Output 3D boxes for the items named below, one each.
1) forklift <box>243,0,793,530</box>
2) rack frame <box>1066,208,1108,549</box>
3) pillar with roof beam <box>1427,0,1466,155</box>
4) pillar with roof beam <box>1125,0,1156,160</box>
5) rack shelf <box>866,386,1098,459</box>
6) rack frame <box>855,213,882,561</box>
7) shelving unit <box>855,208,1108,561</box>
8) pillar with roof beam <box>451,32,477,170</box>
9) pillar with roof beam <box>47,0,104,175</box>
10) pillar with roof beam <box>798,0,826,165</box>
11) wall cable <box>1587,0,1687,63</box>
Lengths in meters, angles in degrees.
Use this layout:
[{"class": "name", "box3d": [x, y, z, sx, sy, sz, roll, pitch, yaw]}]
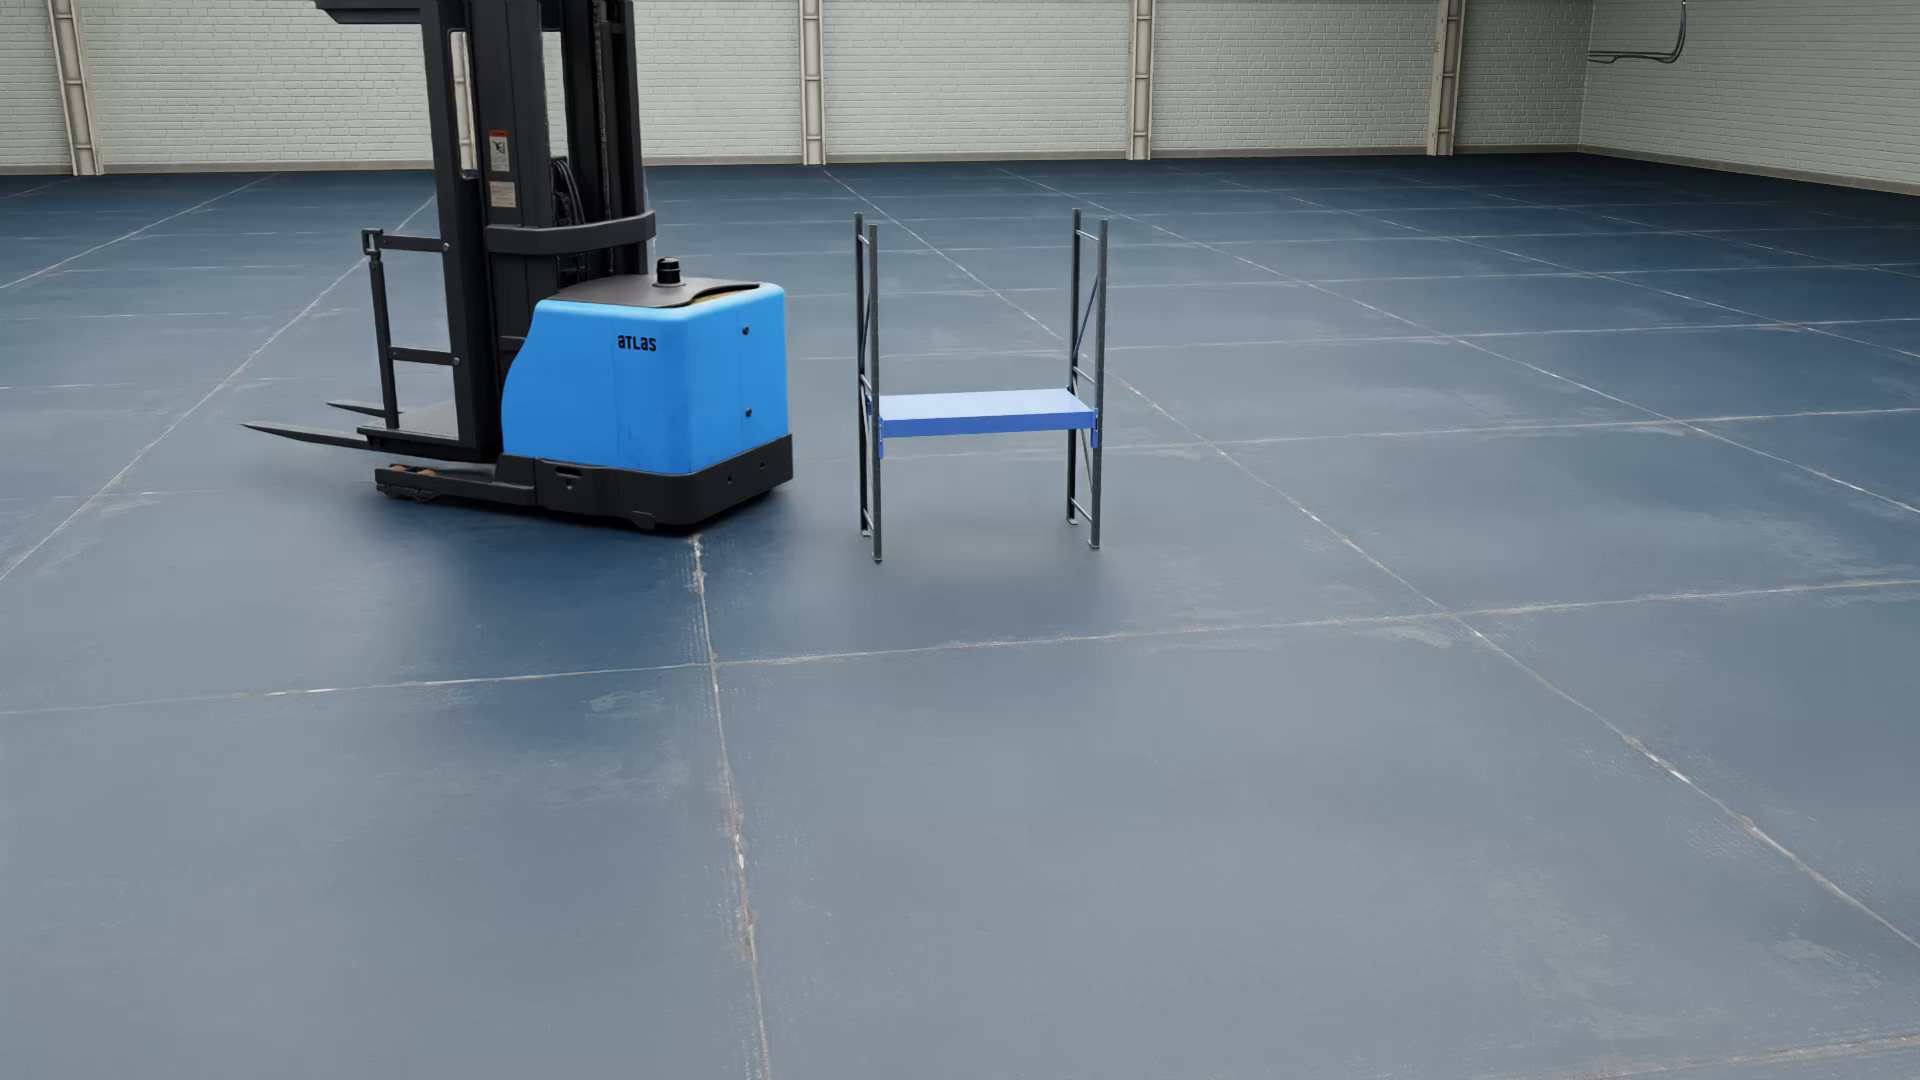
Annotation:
[{"class": "forklift", "box3d": [-2.423, -1.720, 8.421, 3.031, 2.935, 1.130, 8, 19, 24]}, {"class": "rack frame", "box3d": [0.583, -0.750, 7.699, 0.032, 1.500, 0.500, -3, 17, -10]}, {"class": "pillar with roof beam", "box3d": [9.995, -10.438, 26.468, 0.400, 9.000, 9.100, -3, 17, -10]}, {"class": "pillar with roof beam", "box3d": [4.104, -10.103, 25.380, 0.400, 9.000, 9.100, -3, 17, -10]}, {"class": "rack shelf", "box3d": [0.084, -0.550, 7.660, 1.000, 0.185, 0.538, -3, 17, -10]}, {"class": "rack frame", "box3d": [-0.415, -0.693, 7.515, 0.032, 1.500, 0.500, -3, 17, -10]}, {"class": "shelving unit", "box3d": [0.084, -0.722, 7.607, 1.048, 1.500, 0.538, -3, 17, -10]}, {"class": "pillar with roof beam", "box3d": [-7.678, -9.435, 23.204, 0.400, 9.000, 9.100, -3, 17, -10]}, {"class": "pillar with roof beam", "box3d": [-13.569, -9.101, 22.116, 0.400, 9.000, 9.100, -3, 17, -10]}, {"class": "pillar with roof beam", "box3d": [-1.787, -9.769, 24.292, 0.400, 9.000, 9.100, -3, 17, -10]}, {"class": "wall cable", "box3d": [12.322, -9.977, 30.258, 0.112, 2.526, 3.097, -3, 17, -10]}]
